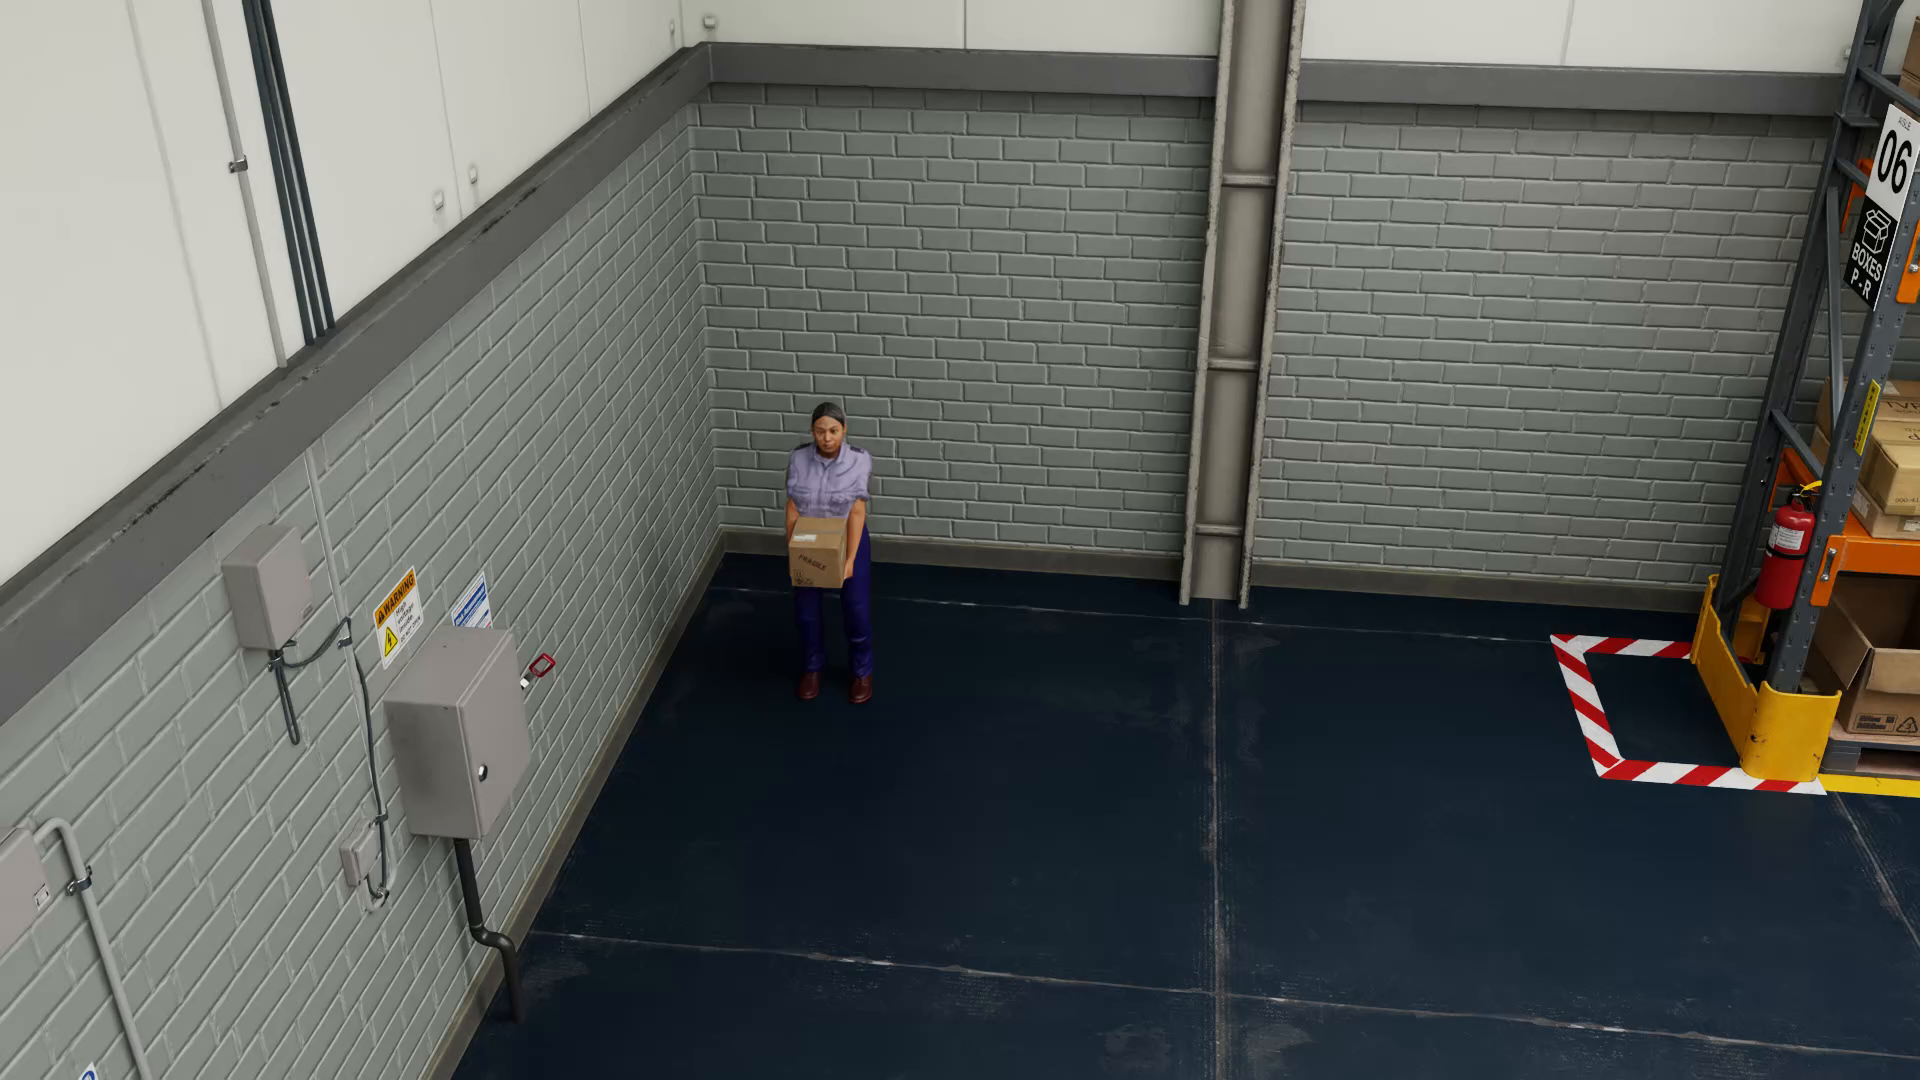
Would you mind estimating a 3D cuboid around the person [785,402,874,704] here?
[{"bbox_3d":[-0.666,0.097,8.471,0.435,1.647,0.525,3,29,6],"label":"person"}]
